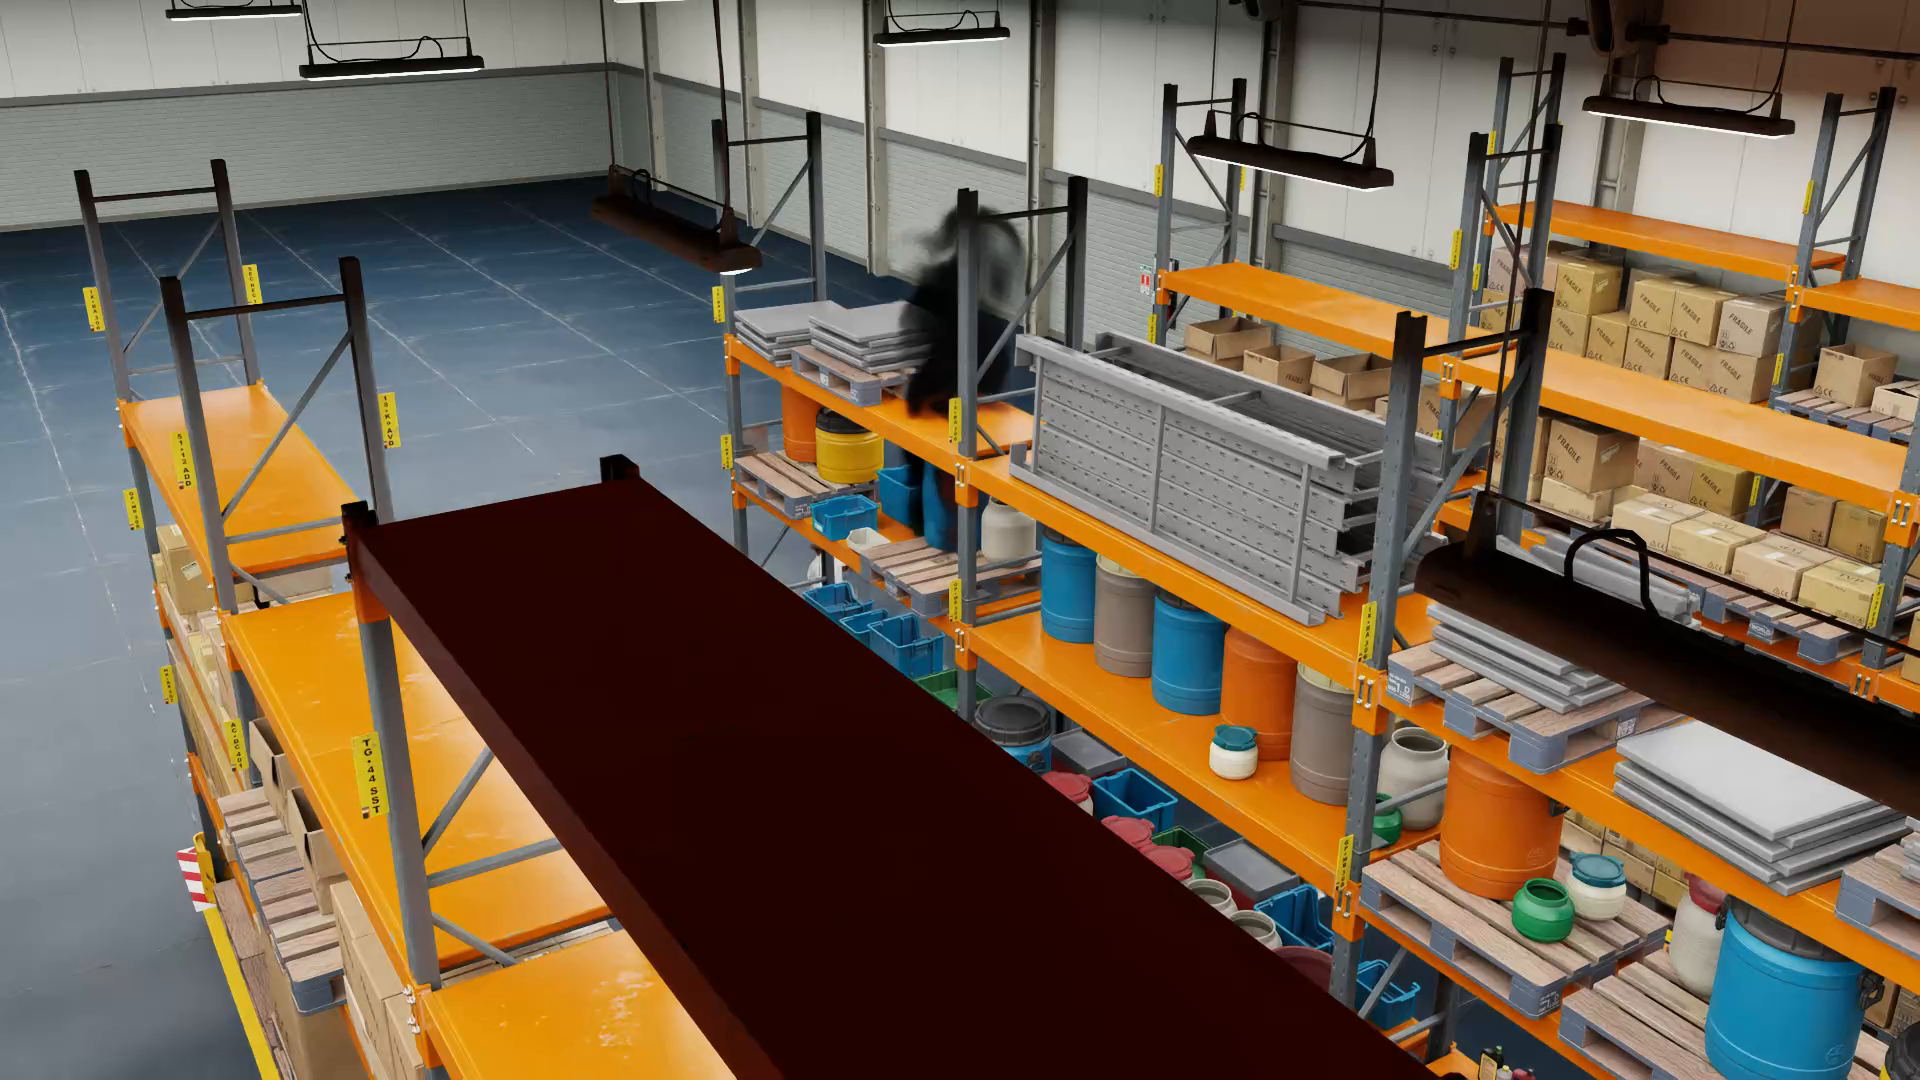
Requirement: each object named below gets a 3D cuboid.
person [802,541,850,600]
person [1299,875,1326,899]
[{"bbox_3d":[-1.343,0.652,17.501,0.646,1.716,0.738,8,23,19],"label":"person"},{"bbox_3d":[2.633,2.201,13.586,0.570,1.655,0.950,-19,29,-39],"label":"person"}]
